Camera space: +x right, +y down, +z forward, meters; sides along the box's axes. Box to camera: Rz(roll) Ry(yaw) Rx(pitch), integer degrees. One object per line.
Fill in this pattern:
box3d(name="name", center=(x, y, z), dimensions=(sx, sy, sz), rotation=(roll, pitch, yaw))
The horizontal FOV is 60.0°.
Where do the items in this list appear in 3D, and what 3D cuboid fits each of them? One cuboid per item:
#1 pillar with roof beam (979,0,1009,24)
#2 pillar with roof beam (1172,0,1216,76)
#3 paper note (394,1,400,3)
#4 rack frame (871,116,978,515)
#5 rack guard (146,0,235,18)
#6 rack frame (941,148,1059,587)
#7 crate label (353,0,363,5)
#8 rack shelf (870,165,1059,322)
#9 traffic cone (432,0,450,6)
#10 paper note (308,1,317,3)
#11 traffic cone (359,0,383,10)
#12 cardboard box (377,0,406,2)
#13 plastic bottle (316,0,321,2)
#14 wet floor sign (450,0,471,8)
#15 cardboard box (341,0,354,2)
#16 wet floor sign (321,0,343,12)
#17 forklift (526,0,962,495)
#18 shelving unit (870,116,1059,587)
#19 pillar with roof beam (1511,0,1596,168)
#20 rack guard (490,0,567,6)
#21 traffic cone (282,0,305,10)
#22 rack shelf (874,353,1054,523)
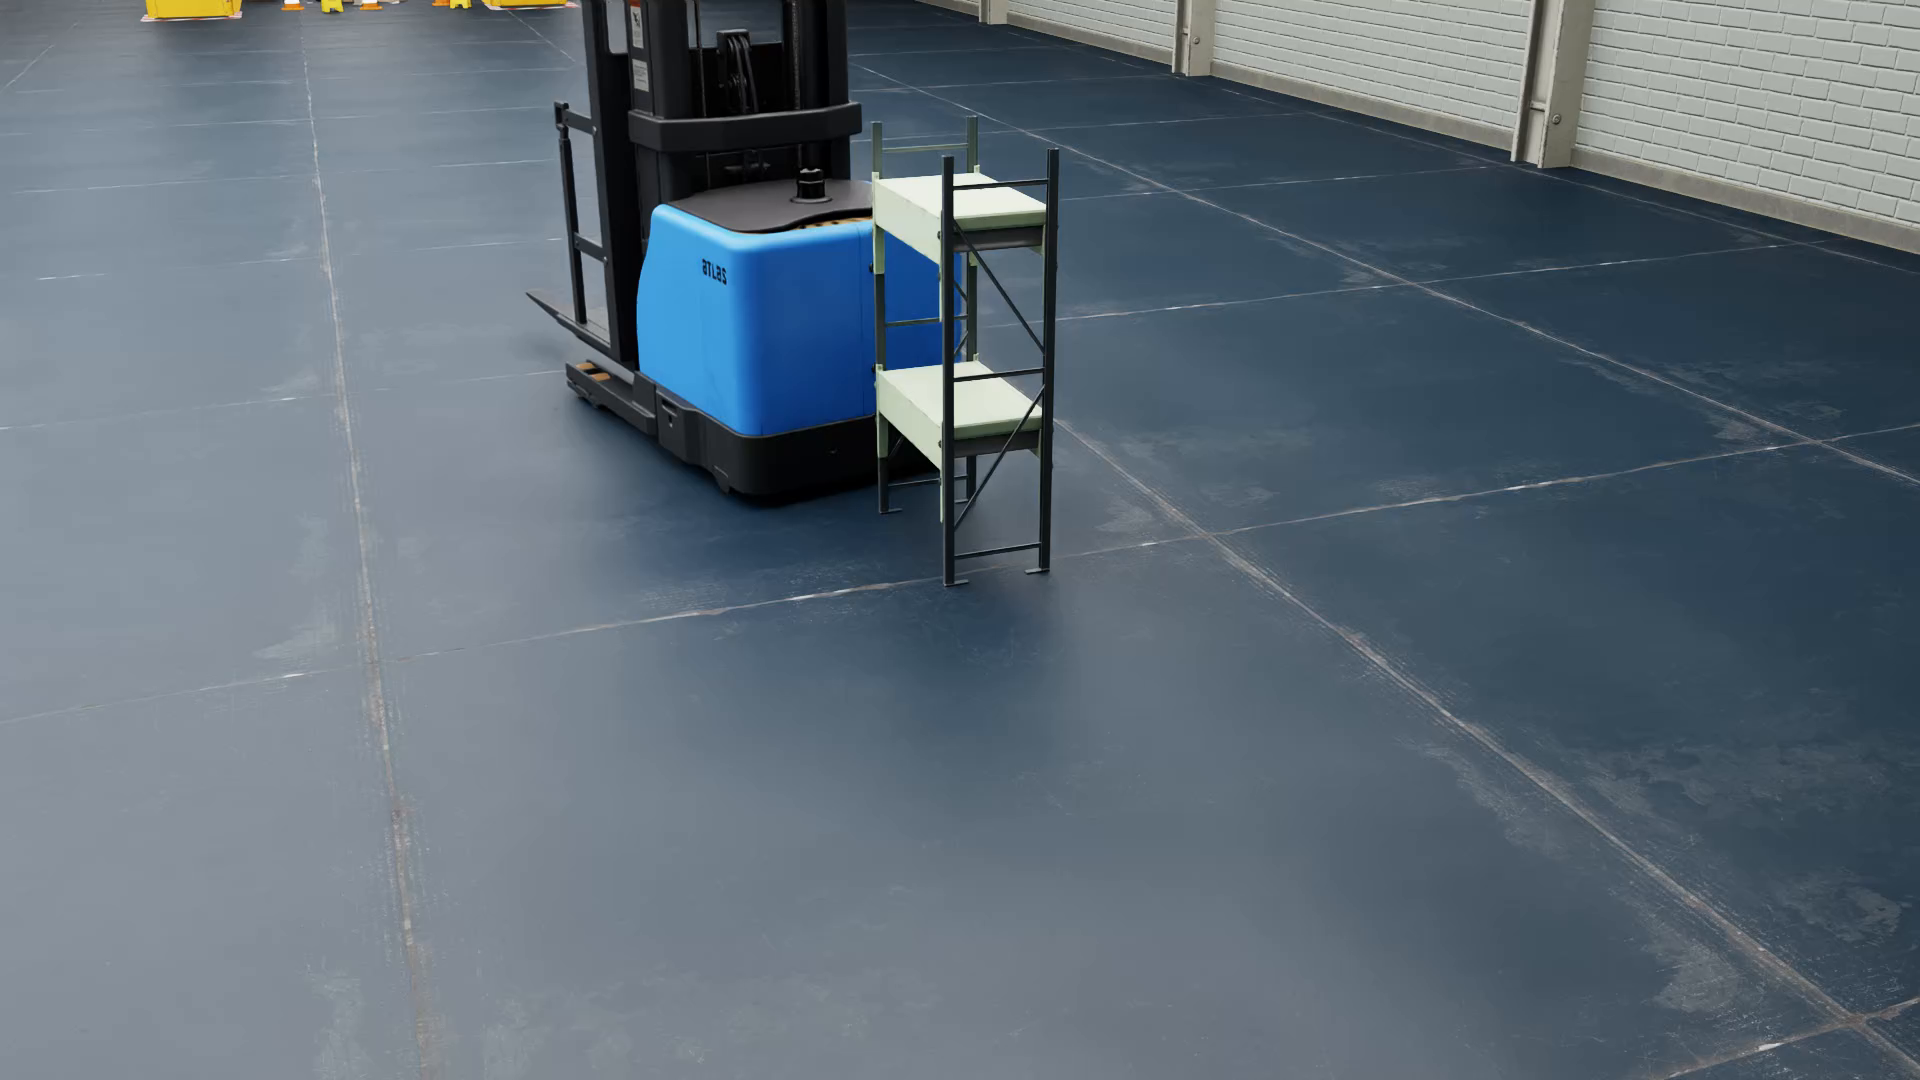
box3d(name="pillar with roof beam", center=(-3.540, -10.983, 20.721), dimensions=(9.100, 9.000, 0.400), rotation=(-8, 24, -19))
box3d(name="pillar with roof beam", center=(-1.420, -8.803, 15.549), dimensions=(9.100, 9.000, 0.400), rotation=(-8, 24, -19))
box3d(name="paper note", center=(-9.067, -8.632, 26.691), dimensions=(0.148, 0.019, 0.142), rotation=(-18, 29, -37))
box3d(name="rack frame", center=(-0.127, -0.822, 6.268), dimensions=(0.400, 1.500, 0.023), rotation=(-8, 24, -19))
box3d(name="rack guard", center=(-11.458, -8.053, 24.714), dimensions=(1.175, 0.500, 0.348), rotation=(-8, 24, -19))
box3d(name="rack frame", center=(0.132, -0.556, 5.637), dimensions=(0.400, 1.500, 0.023), rotation=(-8, 24, -19))
box3d(name="crate label", center=(-9.484, -8.591, 26.457), dimensions=(0.298, 0.136, 0.250), rotation=(18, 29, 36))
box3d(name="rack shelf", center=(0.002, -1.048, 5.801), dimensions=(0.431, 0.370, 0.720), rotation=(-8, 24, -19))
box3d(name="traffic cone", center=(-8.230, -8.740, 26.391), dimensions=(0.336, 0.463, 0.334), rotation=(-8, 24, -19))
box3d(name="paper note", center=(-10.417, -8.633, 26.694), dimensions=(0.144, 0.017, 0.142), rotation=(0, 23, -1))
box3d(name="traffic cone", center=(-9.148, -8.464, 25.736), dimensions=(0.336, 0.463, 0.334), rotation=(-8, 24, -19))
box3d(name="cardboard box", center=(-9.224, -8.815, 26.973), dimensions=(0.380, 0.149, 0.250), rotation=(4, 23, 9))
box3d(name="plastic bottle", center=(-10.373, -8.782, 27.007), dimensions=(0.133, 0.061, 0.283), rotation=(-18, 29, -37))
box3d(name="wet floor sign", center=(-7.805, -8.629, 25.893), dimensions=(0.267, 0.644, 0.232), rotation=(0, 23, -1))
box3d(name="cardboard box", center=(-9.860, -9.070, 27.122), dimensions=(0.637, 0.503, 0.797), rotation=(12, 26, 27))
box3d(name="wet floor sign", center=(-9.604, -8.390, 25.326), dimensions=(0.267, 0.644, 0.232), rotation=(-13, 26, -28))
box3d(name="forklift", center=(-1.199, -2.046, 7.332), dimensions=(1.130, 2.935, 3.031), rotation=(-14, 27, -30))
box3d(name="shelving unit", center=(0.002, -0.689, 5.953), dimensions=(0.431, 1.500, 0.755), rotation=(-8, 24, -19))
box3d(name="pillar with roof beam", center=(0.700, -6.622, 10.376), dimensions=(9.100, 9.000, 0.400), rotation=(-8, 24, -19))
box3d(name="rack guard", center=(-6.898, -8.806, 26.498), dimensions=(1.175, 0.500, 0.348), rotation=(-8, 24, -19))
box3d(name="traffic cone", center=(-10.326, -8.433, 25.662), dimensions=(0.336, 0.463, 0.334), rotation=(-8, 24, -19))
box3d(name="rack shelf", center=(0.002, -0.388, 6.080), dimensions=(0.431, 0.370, 0.720), rotation=(-8, 24, -19))
